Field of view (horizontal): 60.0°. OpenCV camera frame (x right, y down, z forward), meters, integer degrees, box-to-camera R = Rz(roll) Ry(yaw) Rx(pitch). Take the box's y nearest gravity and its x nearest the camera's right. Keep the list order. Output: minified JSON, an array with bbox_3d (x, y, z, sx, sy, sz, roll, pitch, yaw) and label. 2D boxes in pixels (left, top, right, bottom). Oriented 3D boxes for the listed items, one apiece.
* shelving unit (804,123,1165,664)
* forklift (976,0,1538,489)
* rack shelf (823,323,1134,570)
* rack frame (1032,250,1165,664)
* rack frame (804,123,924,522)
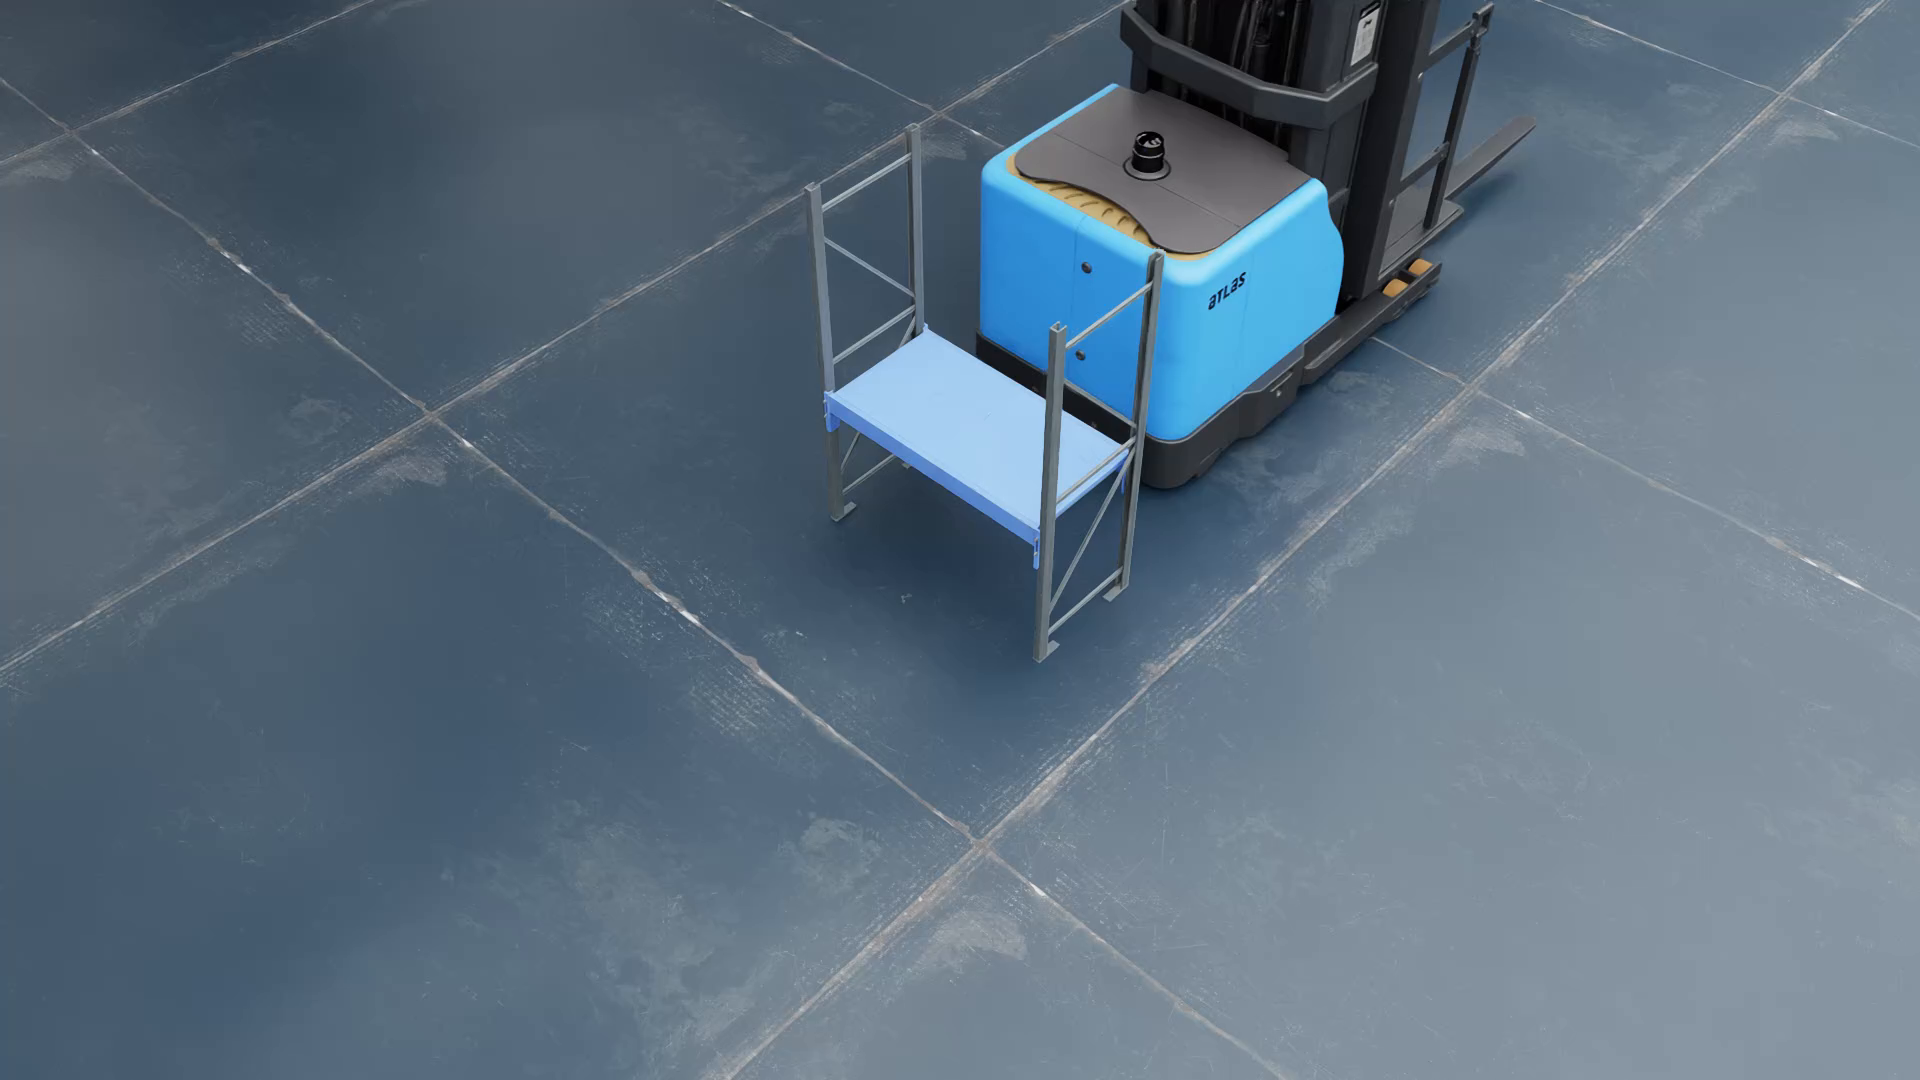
[{"bbox_3d":[0.063,-0.471,5.664,1.048,1.500,0.538,34,55,28],"label":"shelving unit"},{"bbox_3d":[1.435,-2.184,6.290,1.130,2.935,3.031,34,56,28],"label":"forklift"},{"bbox_3d":[0.063,-0.348,5.795,1.000,0.185,0.538,34,55,28],"label":"rack shelf"},{"bbox_3d":[0.436,-0.220,5.428,0.032,1.500,0.500,34,55,28],"label":"rack frame"},{"bbox_3d":[-0.311,-0.723,5.900,0.032,1.500,0.500,34,55,28],"label":"rack frame"}]
